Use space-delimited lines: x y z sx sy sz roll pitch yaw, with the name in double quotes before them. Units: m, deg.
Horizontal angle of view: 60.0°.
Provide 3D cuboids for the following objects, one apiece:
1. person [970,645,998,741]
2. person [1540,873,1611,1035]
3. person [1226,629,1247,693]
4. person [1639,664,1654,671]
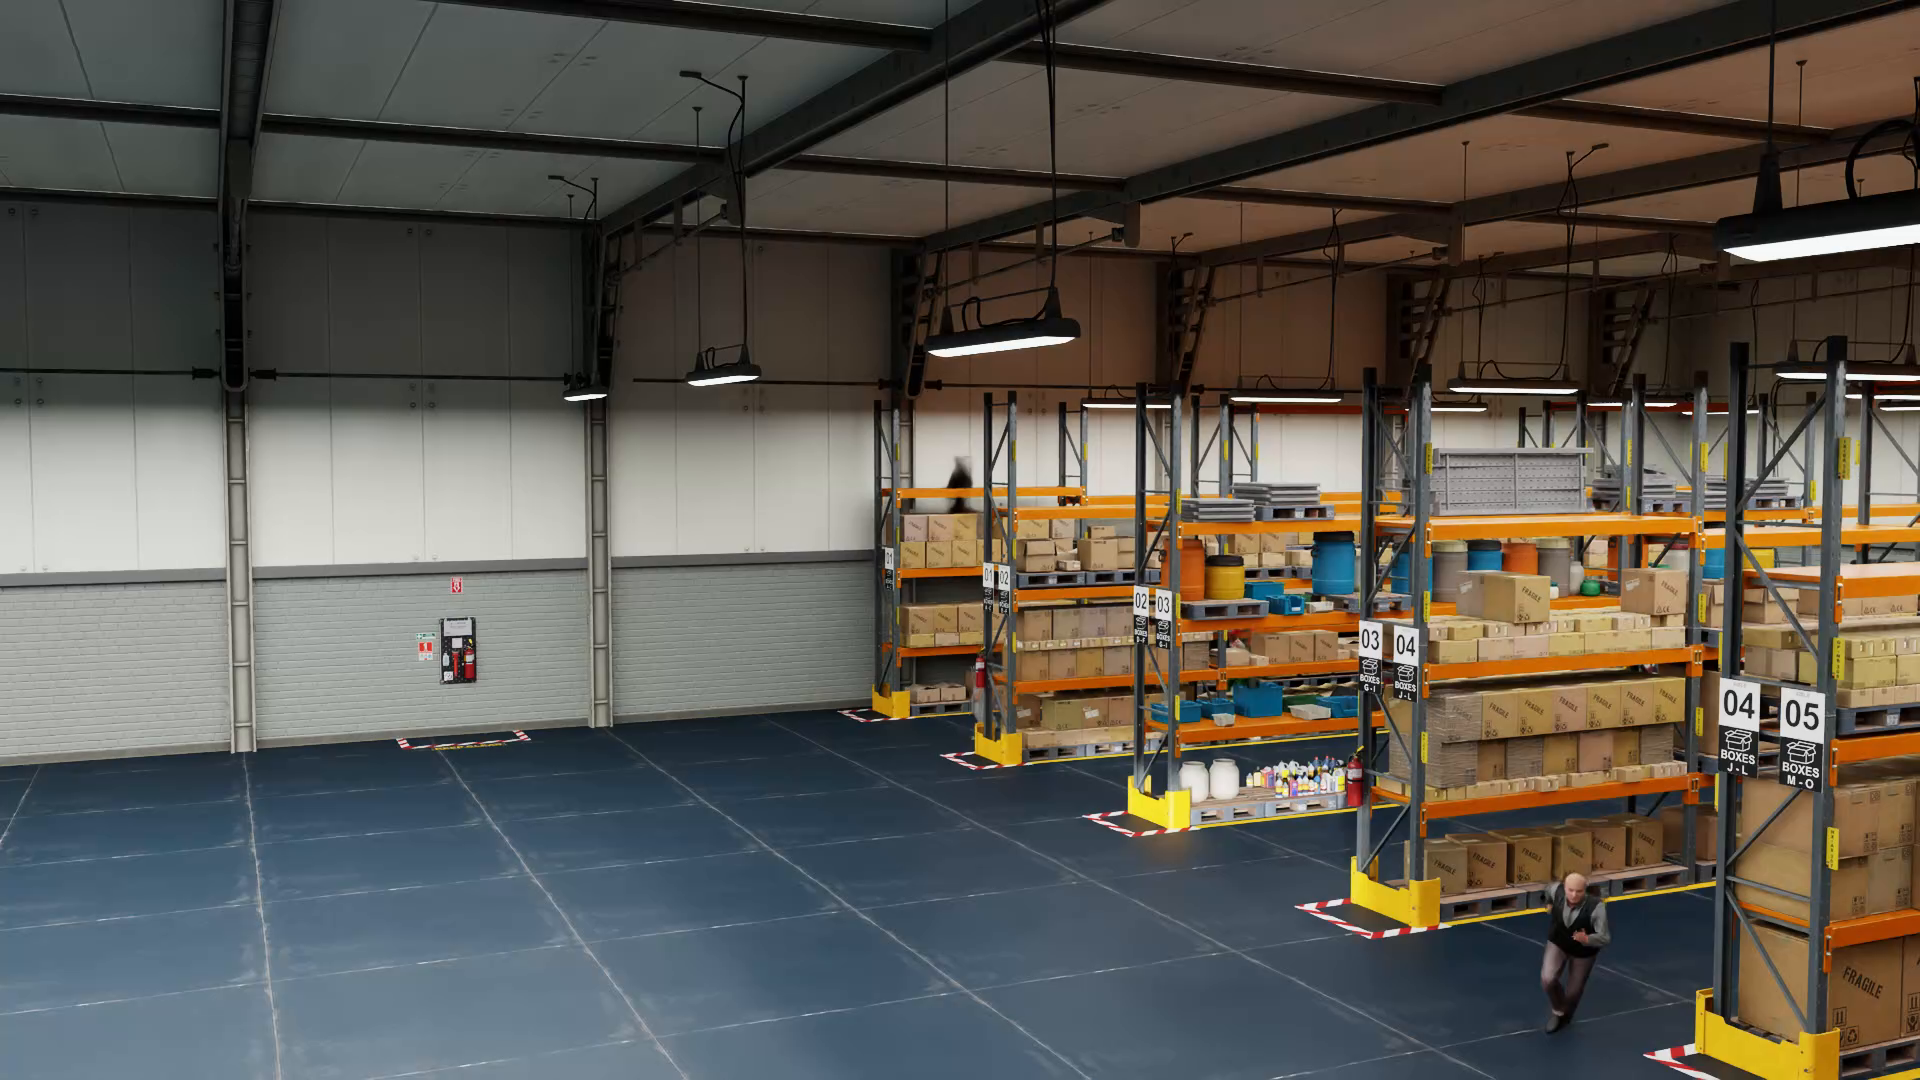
"person" 0.431 2.644 28.941 0.568 1.659 0.619 -1 3 -18
"person" 5.323 3.552 14.360 0.605 1.501 1.065 2 4 28
"person" 5.145 2.468 31.147 0.786 1.733 0.652 -1 3 -17
"person" 12.236 2.556 29.701 0.832 1.825 0.631 -1 4 -24
